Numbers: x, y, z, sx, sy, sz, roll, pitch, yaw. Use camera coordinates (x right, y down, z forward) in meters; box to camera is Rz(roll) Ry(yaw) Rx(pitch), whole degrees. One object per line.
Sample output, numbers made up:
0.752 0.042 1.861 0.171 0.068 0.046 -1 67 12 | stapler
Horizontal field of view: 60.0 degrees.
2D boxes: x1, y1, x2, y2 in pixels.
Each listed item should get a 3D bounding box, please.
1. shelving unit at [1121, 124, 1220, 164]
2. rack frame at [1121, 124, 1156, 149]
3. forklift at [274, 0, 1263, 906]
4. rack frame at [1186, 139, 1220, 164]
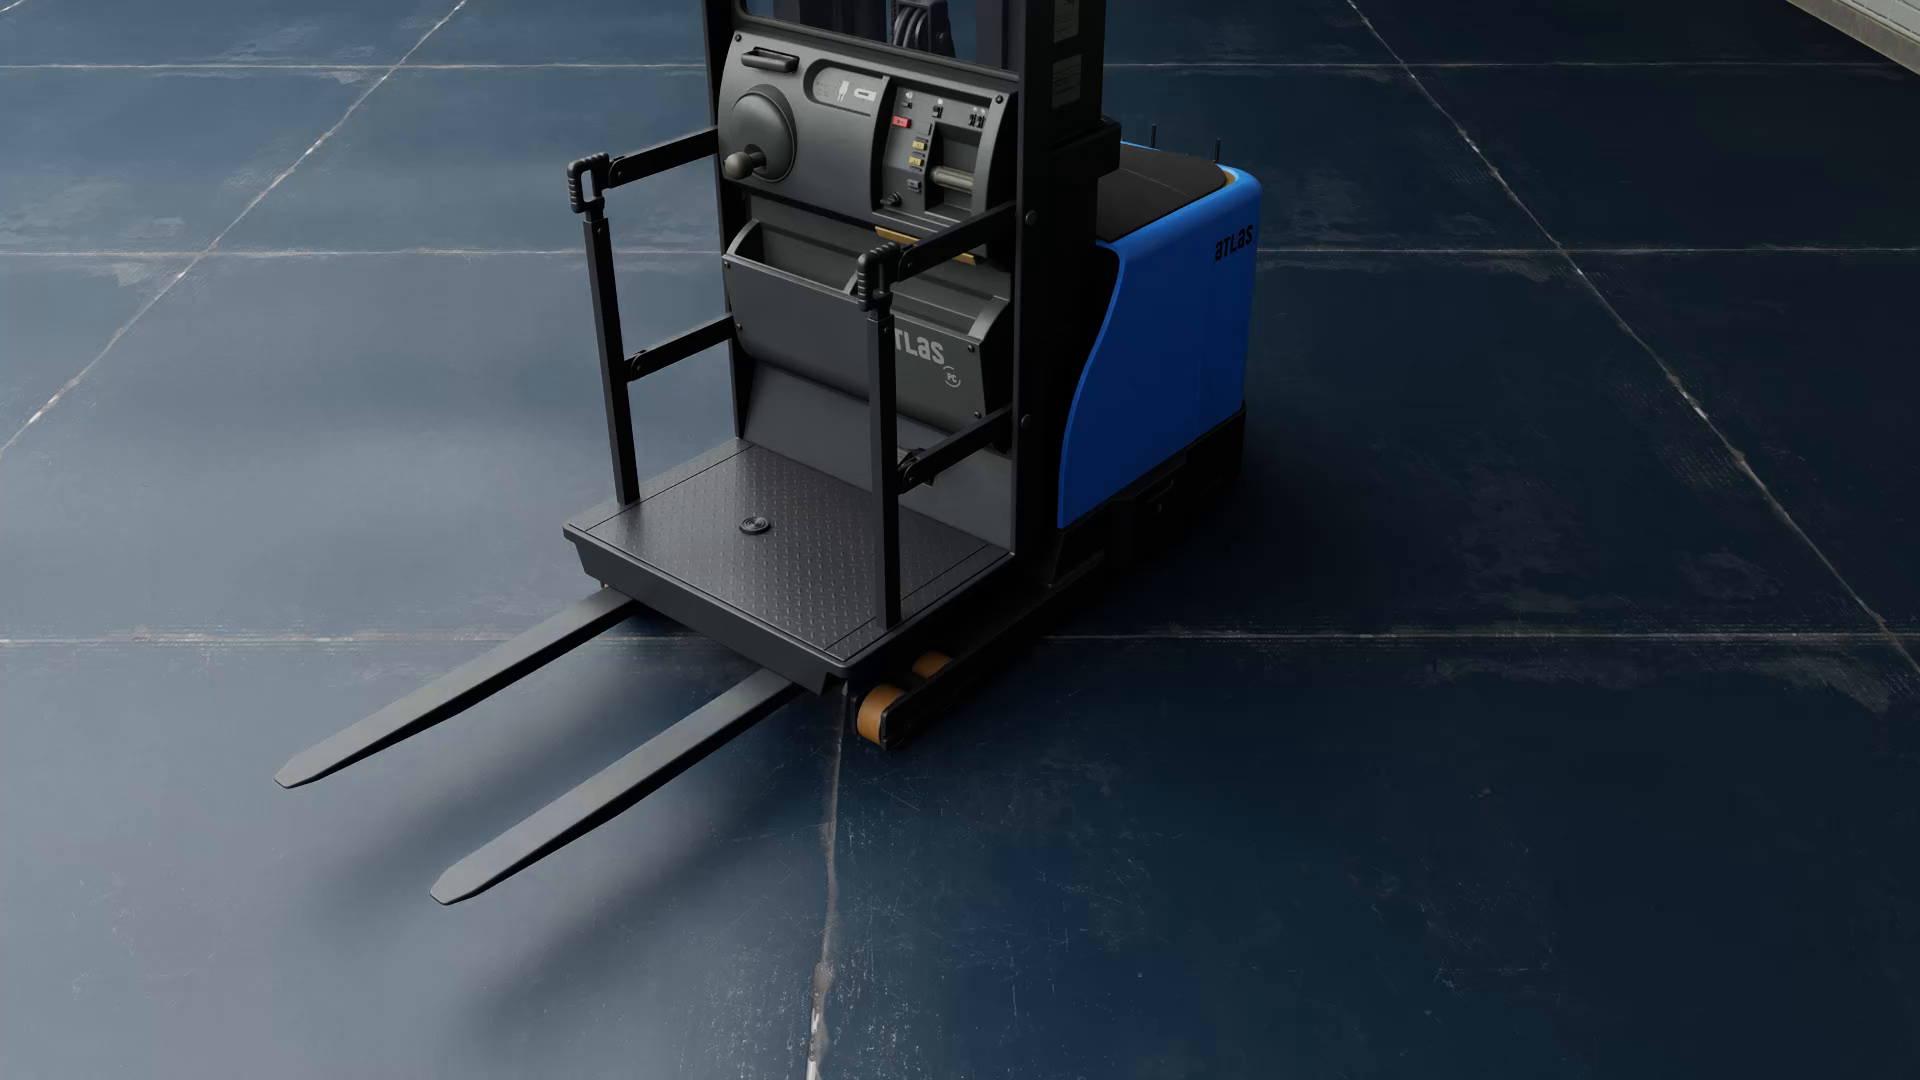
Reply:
0.678 -0.842 5.625 0.252 1.050 0.215 22 38 32 | shelving unit
0.582 -0.881 5.690 0.008 1.050 0.200 22 38 32 | rack frame
-0.396 -1.003 4.077 1.130 2.935 3.031 23 38 33 | forklift
0.773 -0.802 5.560 0.008 1.050 0.200 22 38 32 | rack frame
